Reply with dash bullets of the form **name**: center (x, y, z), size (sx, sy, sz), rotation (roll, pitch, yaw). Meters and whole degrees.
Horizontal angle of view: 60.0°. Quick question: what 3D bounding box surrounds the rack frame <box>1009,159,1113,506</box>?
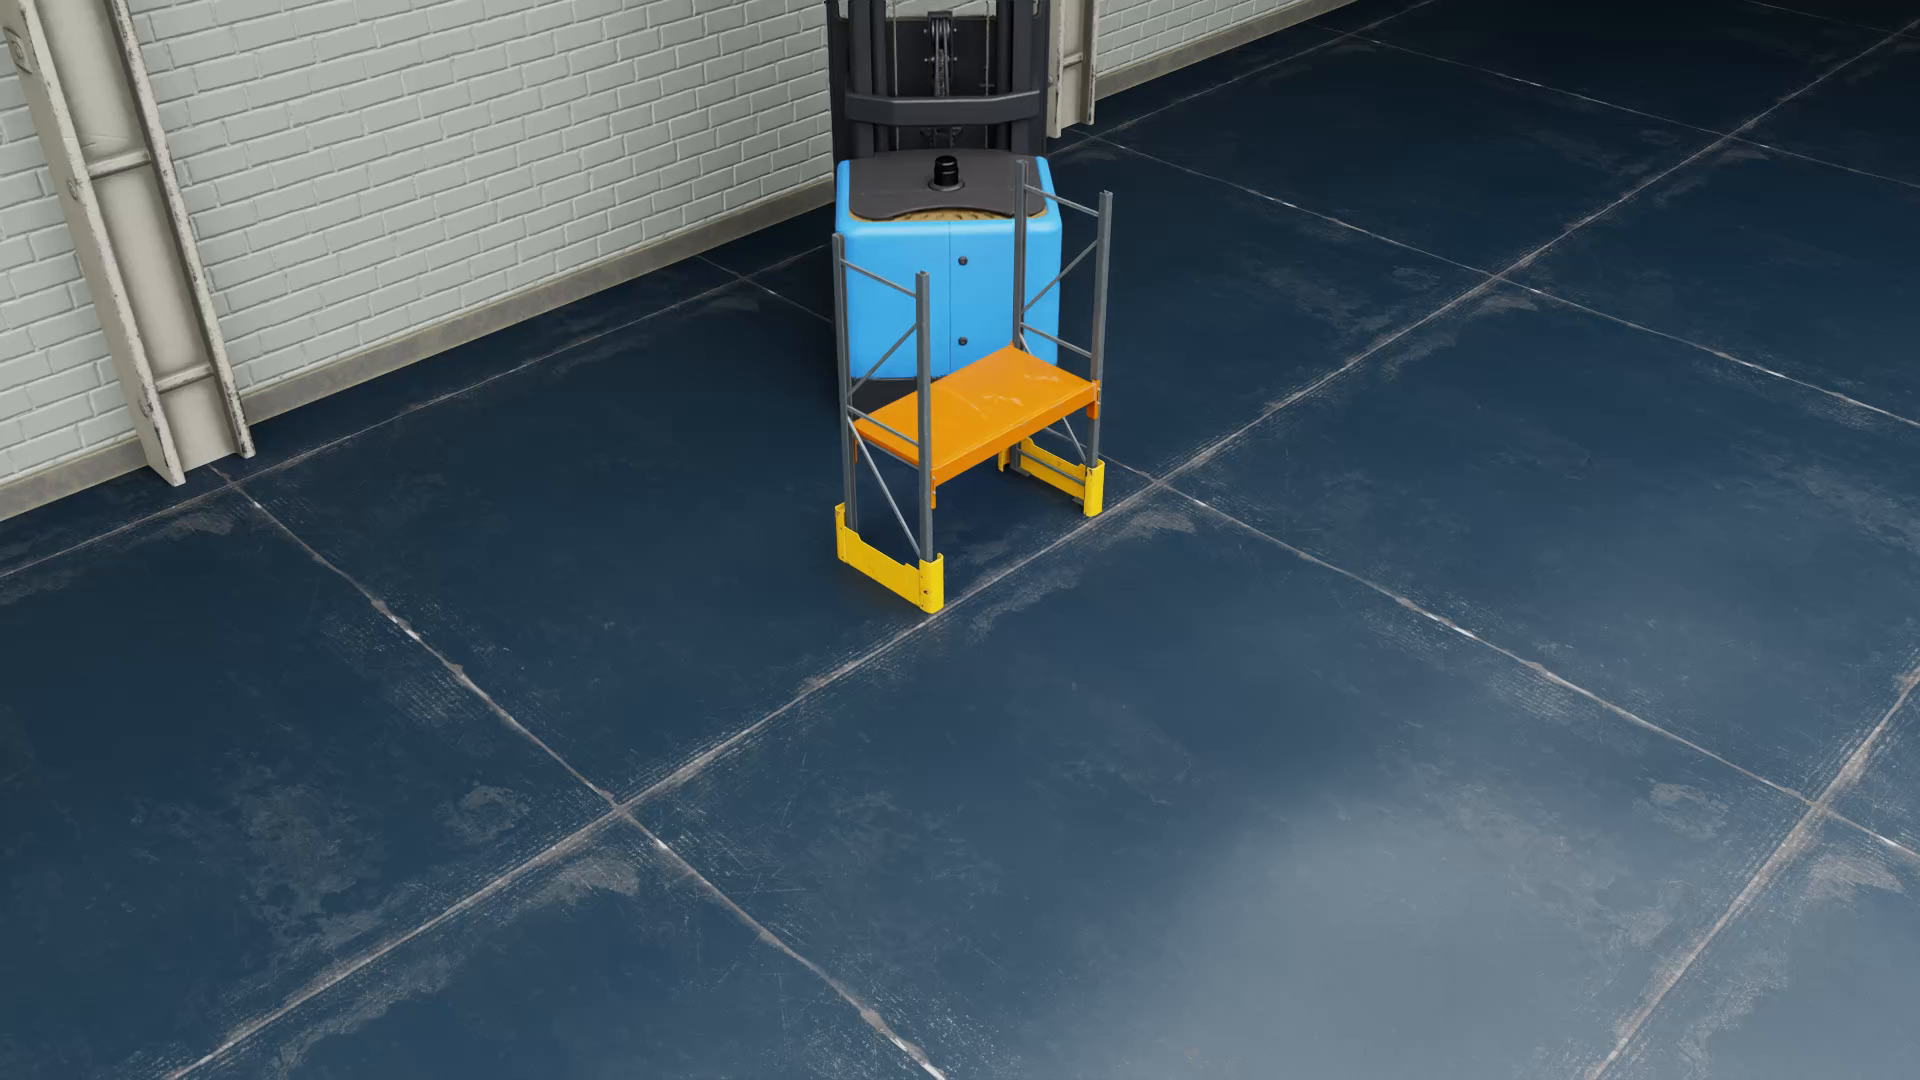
- **rack frame**: center (0.418, -0.856, 7.167), size (0.500, 1.500, 0.032), rotation (30, 45, 35)

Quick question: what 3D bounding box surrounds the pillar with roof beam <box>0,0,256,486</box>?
- **pillar with roof beam**: center (-0.505, -2.341, 2.740), size (9.100, 9.000, 0.400), rotation (30, 45, 35)

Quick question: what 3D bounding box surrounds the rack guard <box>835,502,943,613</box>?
- **rack guard**: center (-0.297, 0.069, 6.933), size (0.587, 0.250, 0.087), rotation (30, 45, 35)

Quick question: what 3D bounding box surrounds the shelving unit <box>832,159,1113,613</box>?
- **shelving unit**: center (0.054, -0.646, 6.865), size (0.587, 1.500, 1.083), rotation (30, 45, 35)

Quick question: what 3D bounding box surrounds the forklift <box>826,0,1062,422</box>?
- **forklift**: center (-0.118, -2.572, 8.375), size (1.130, 2.935, 3.031), rotation (-2, 35, -2)

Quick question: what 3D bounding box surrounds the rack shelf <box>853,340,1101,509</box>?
- **rack shelf**: center (0.060, -0.502, 6.974), size (0.538, 0.185, 1.000), rotation (30, 45, 35)

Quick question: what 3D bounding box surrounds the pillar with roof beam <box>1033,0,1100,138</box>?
- **pillar with roof beam**: center (3.723, -4.777, 6.233), size (9.100, 9.000, 0.400), rotation (30, 45, 35)

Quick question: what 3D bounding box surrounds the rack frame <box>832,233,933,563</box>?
- **rack frame**: center (-0.298, -0.443, 6.575), size (0.500, 1.500, 0.032), rotation (30, 45, 35)

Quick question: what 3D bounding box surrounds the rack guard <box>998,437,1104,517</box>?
- **rack guard**: center (0.405, -0.336, 7.513), size (0.587, 0.250, 0.087), rotation (30, 45, 35)
